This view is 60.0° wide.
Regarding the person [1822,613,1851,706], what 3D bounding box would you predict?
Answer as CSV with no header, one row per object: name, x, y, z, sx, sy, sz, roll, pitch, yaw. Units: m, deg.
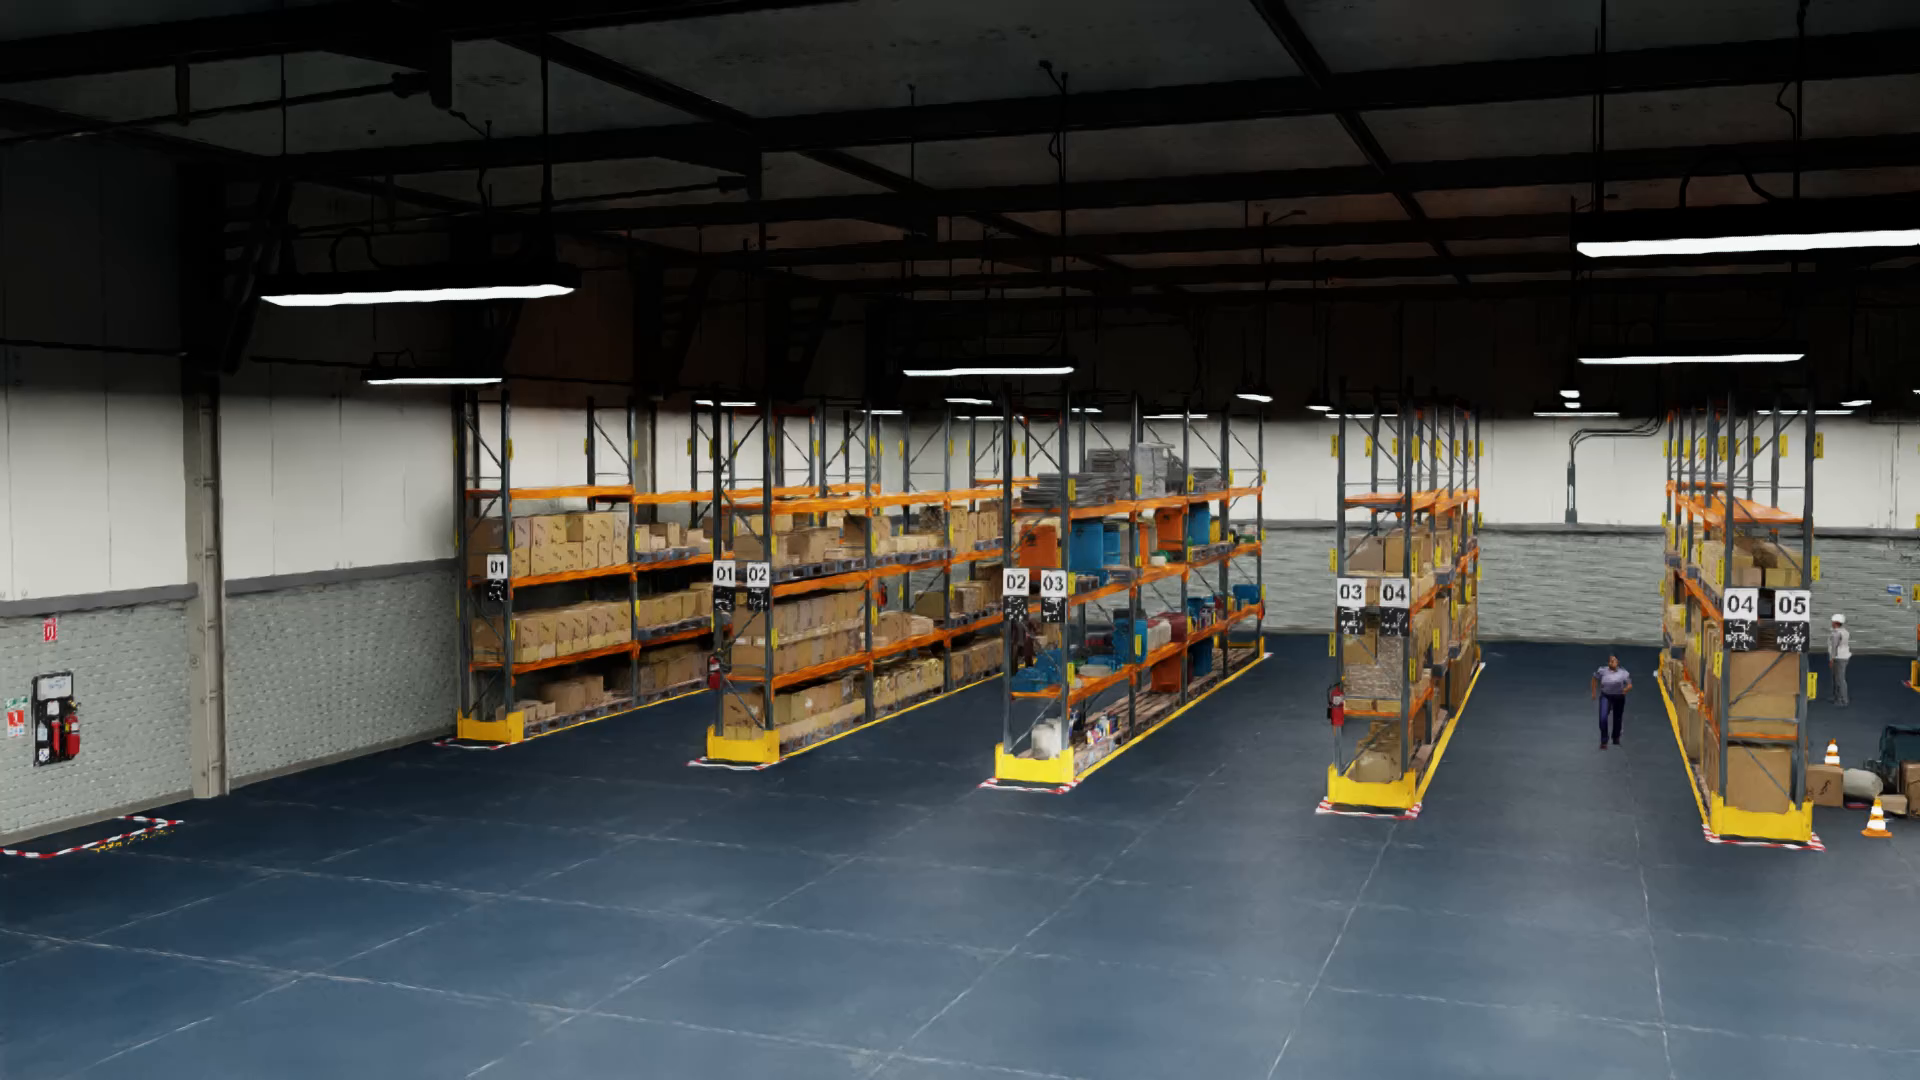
person,17.097,2.315,32.426,0.548,1.773,0.596,3,4,44

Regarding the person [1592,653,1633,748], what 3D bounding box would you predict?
person,10.961,2.674,27.951,0.628,1.573,0.850,1,3,16

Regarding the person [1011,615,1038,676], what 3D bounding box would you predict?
person,1.324,2.195,35.365,0.729,1.710,0.929,1,3,16
